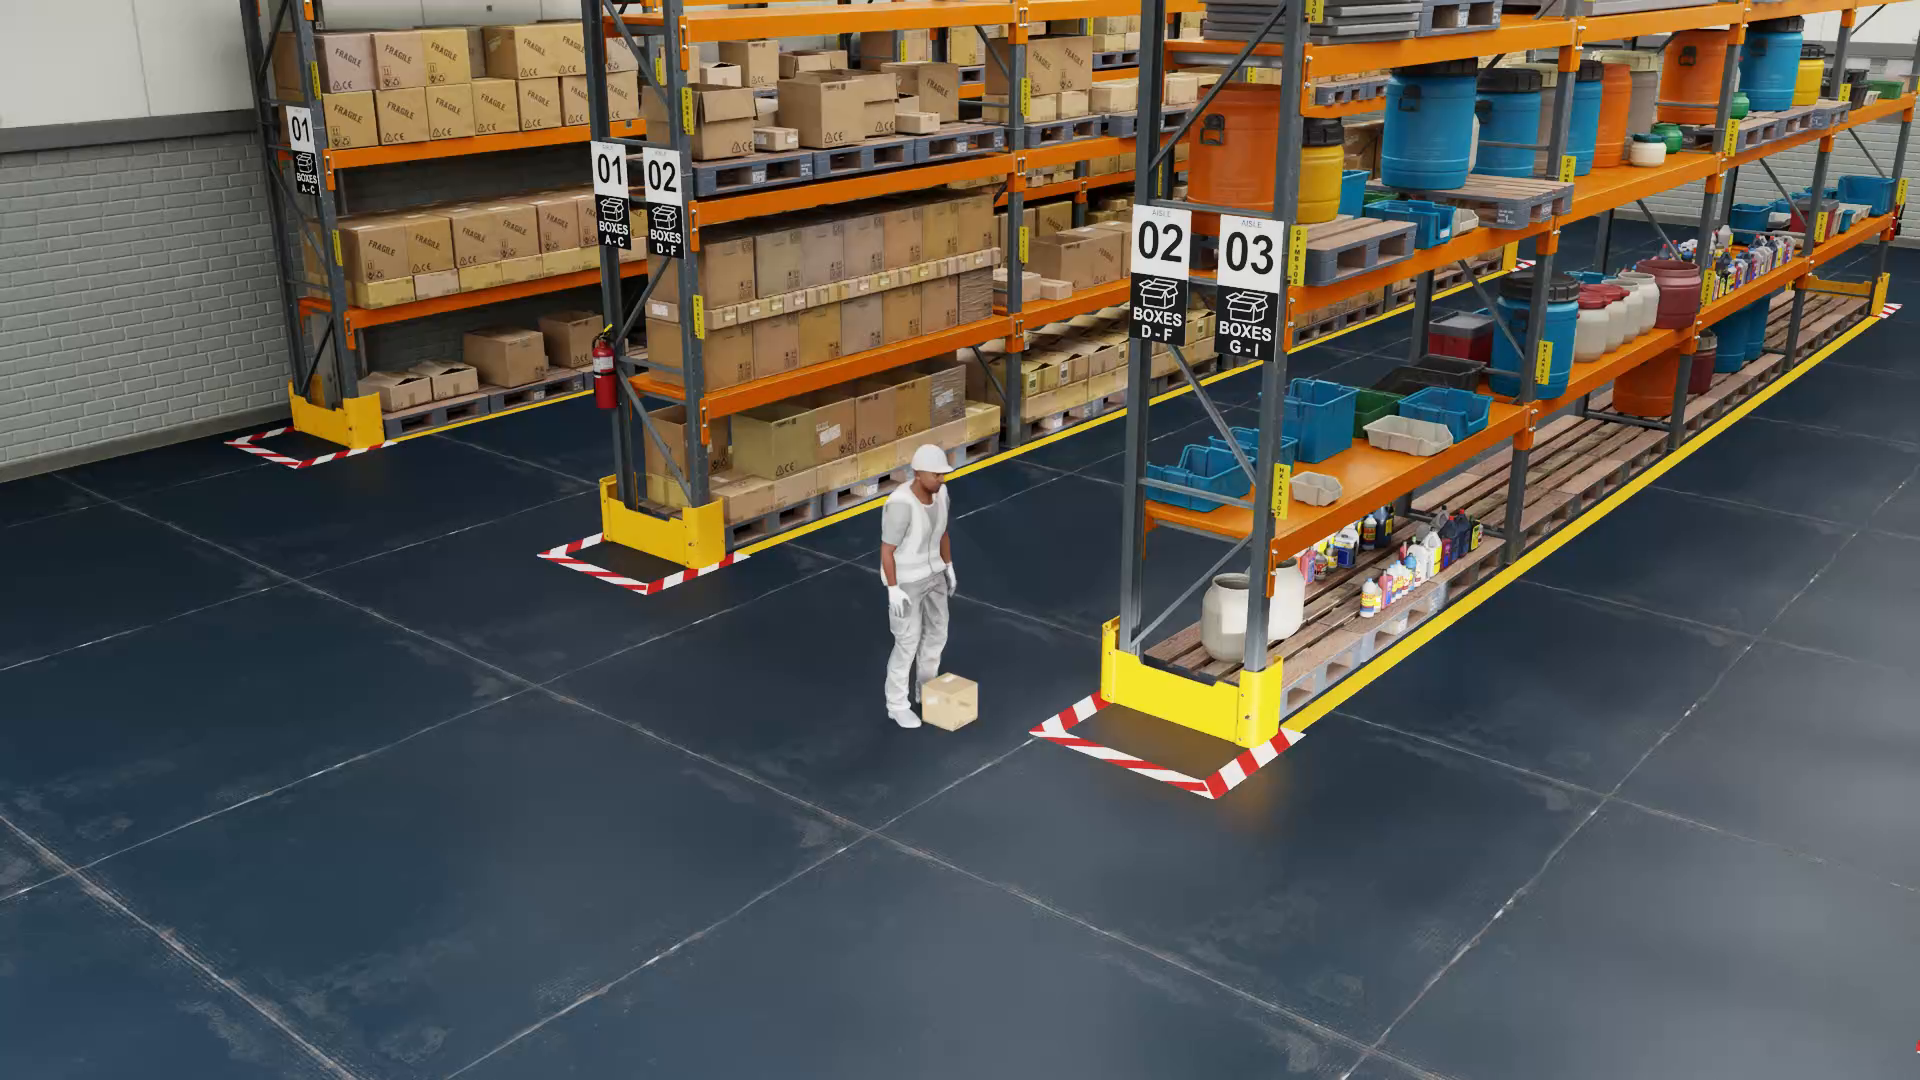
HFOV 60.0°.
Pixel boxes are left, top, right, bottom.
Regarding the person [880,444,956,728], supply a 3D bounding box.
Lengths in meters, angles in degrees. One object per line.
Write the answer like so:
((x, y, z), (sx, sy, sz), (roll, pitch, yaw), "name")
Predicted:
((-0.247, 0.256, 10.356), (0.446, 1.774, 0.603), (16, 25, 37), "person")
